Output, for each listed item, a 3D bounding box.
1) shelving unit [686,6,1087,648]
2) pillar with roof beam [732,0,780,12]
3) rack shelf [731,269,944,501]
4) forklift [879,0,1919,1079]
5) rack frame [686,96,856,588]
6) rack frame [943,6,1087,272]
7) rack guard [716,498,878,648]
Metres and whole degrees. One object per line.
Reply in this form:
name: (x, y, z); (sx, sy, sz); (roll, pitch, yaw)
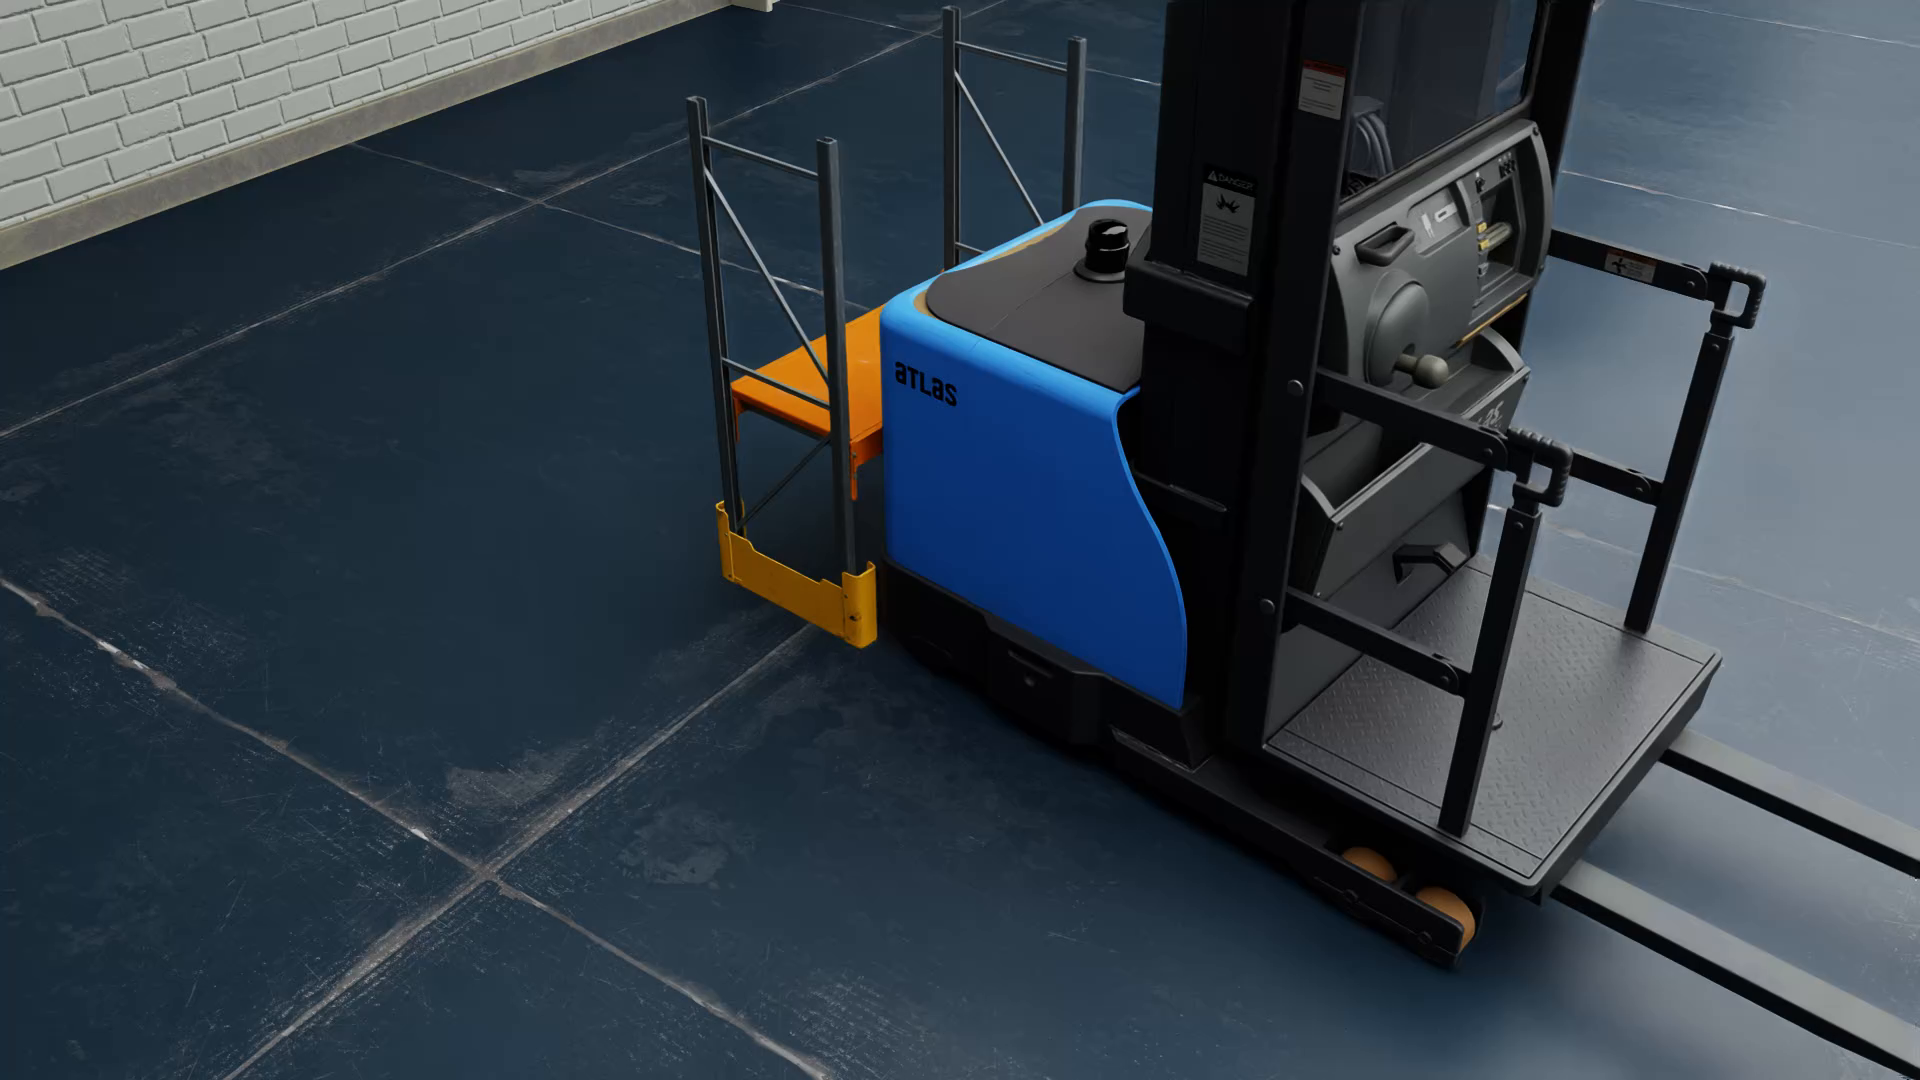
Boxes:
shelving unit: (-0.167, -0.643, 4.862); (0.587, 1.500, 1.083); (25, 41, 32)
pillar with roof beam: (2.373, -5.635, 5.550); (9.100, 9.000, 0.400); (21, 39, 28)
rack shelf: (-0.172, -0.490, 4.957); (0.538, 0.185, 1.000); (25, 41, 32)
forklift: (1.214, -0.584, 3.496); (3.031, 2.935, 1.130); (26, 42, 33)
rack frame: (-0.496, -0.419, 4.531); (0.500, 1.500, 0.032); (25, 41, 32)
rack frame: (0.151, -0.859, 5.181); (0.500, 1.500, 0.032); (25, 41, 32)
rack guard: (-0.483, 0.090, 4.894); (0.587, 0.250, 0.087); (25, 41, 32)
